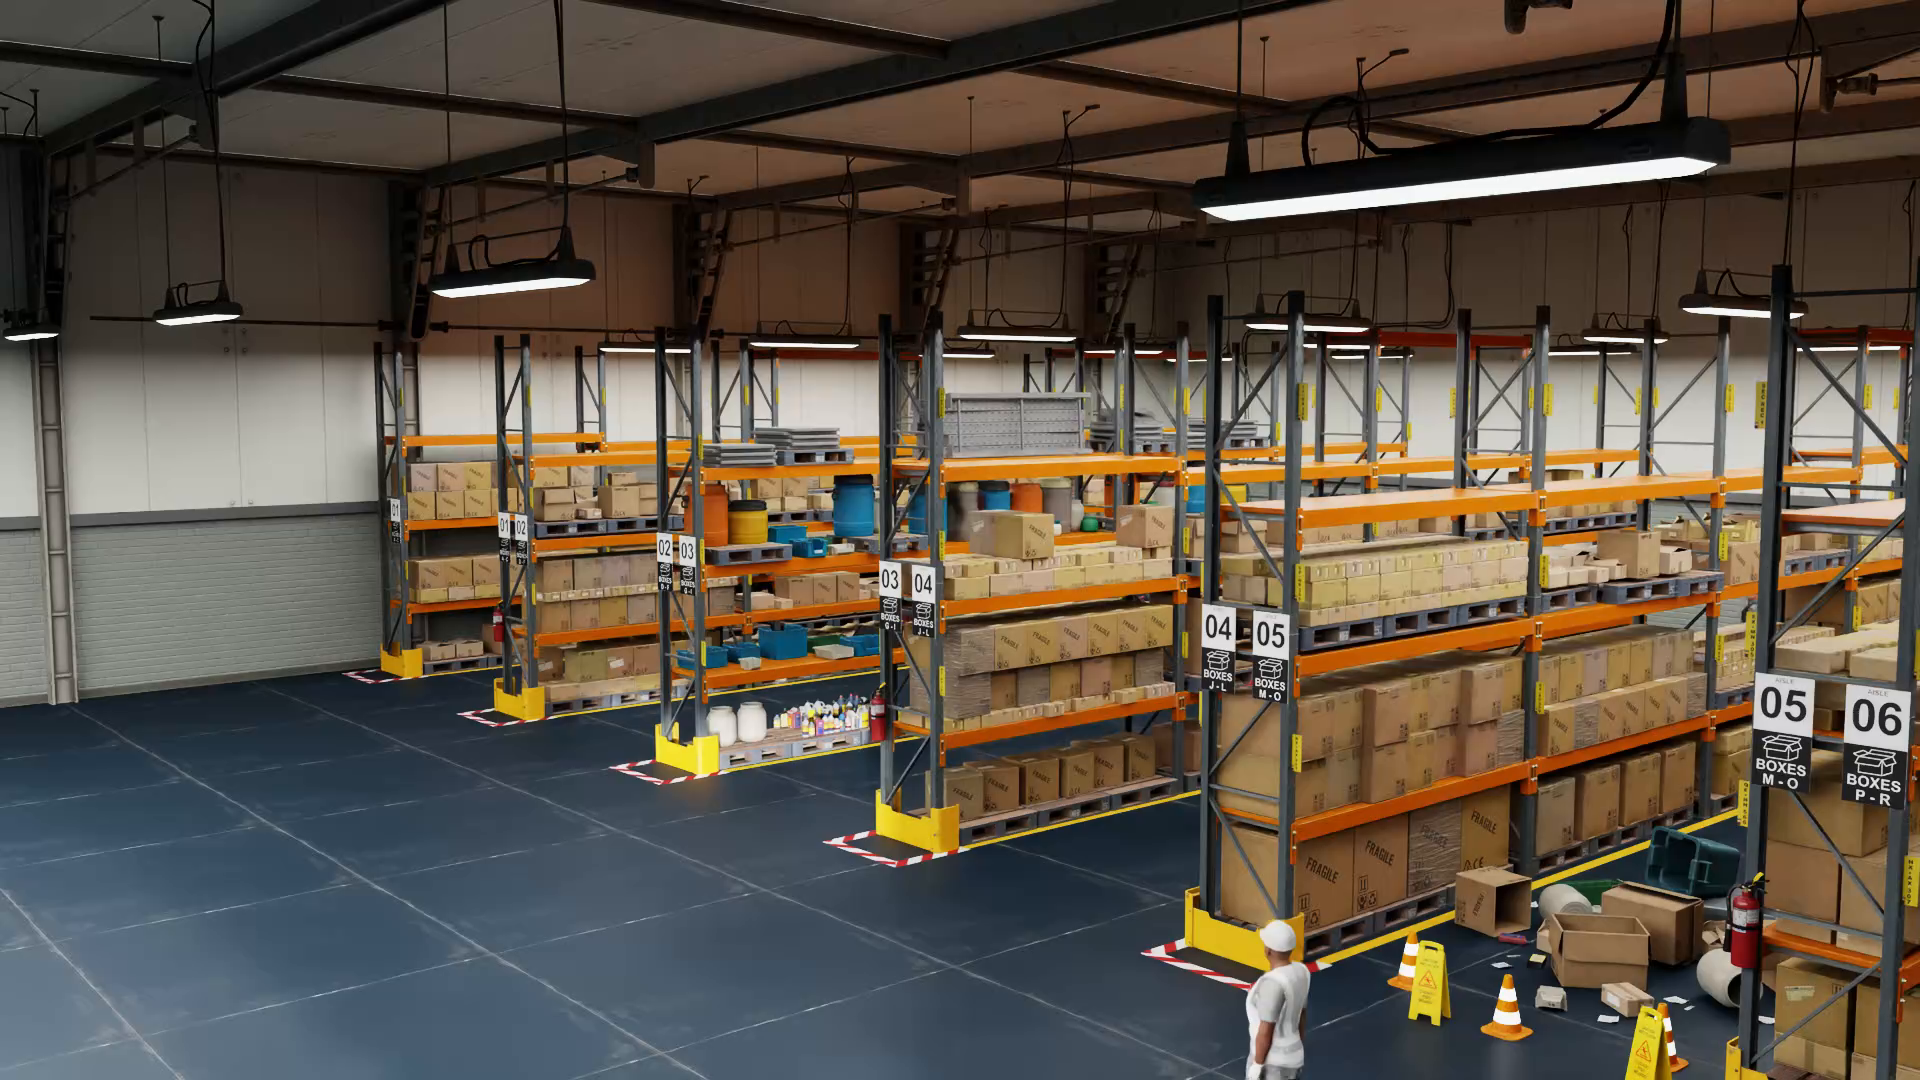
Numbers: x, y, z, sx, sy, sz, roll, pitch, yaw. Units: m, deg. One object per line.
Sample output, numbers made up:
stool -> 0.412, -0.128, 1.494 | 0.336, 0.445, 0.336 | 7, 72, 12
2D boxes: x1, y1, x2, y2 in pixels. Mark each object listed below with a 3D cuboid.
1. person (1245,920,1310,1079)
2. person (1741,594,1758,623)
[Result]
person -> 2.052, 3.302, 10.608 | 0.751, 1.771, 0.493 | 0, 5, 0
person -> 13.826, 1.680, 28.916 | 0.807, 1.701, 0.569 | 3, 6, 33
